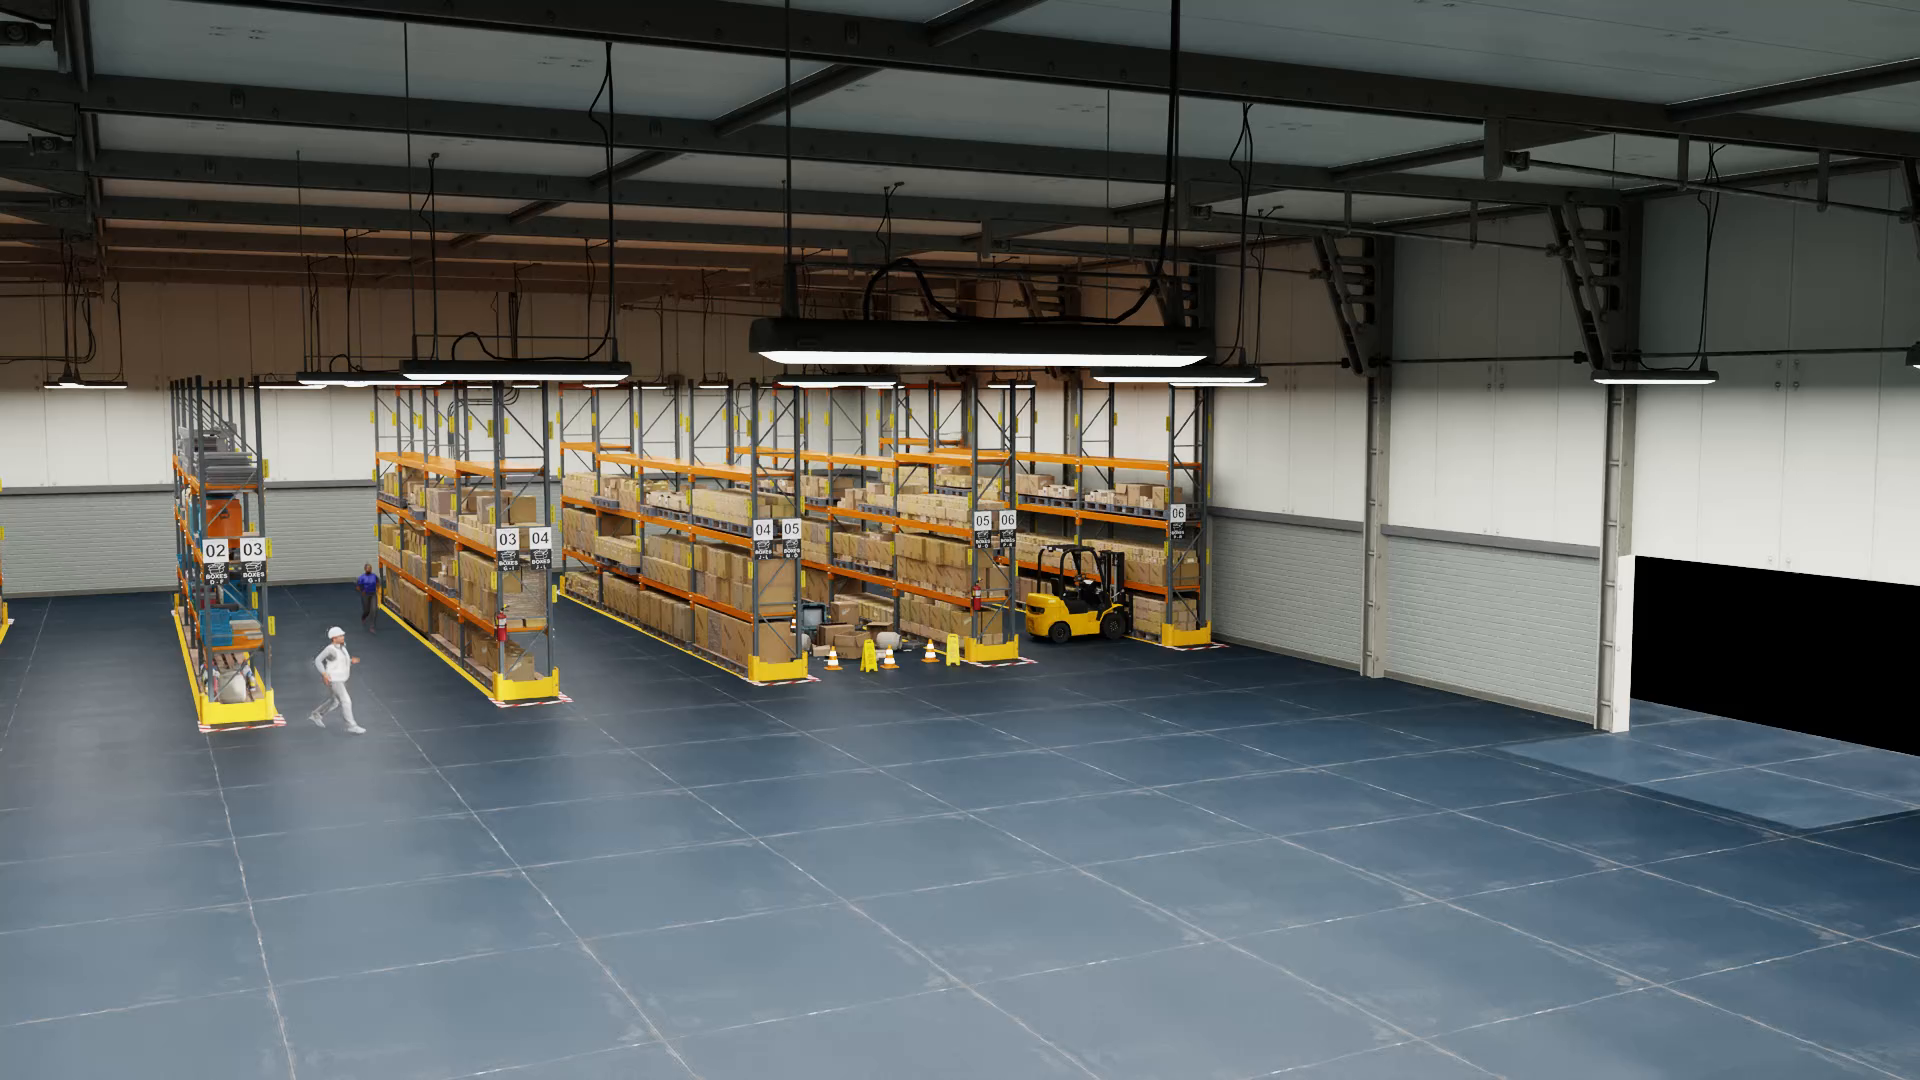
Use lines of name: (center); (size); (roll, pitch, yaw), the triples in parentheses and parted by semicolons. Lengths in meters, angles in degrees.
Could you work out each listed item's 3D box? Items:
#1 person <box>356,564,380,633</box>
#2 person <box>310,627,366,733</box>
person: (-14.151, 1.384, 39.823); (0.578, 1.649, 0.791); (-3, 6, -34)
person: (-10.442, 2.337, 27.812); (0.971, 1.765, 0.654); (0, 5, 1)
